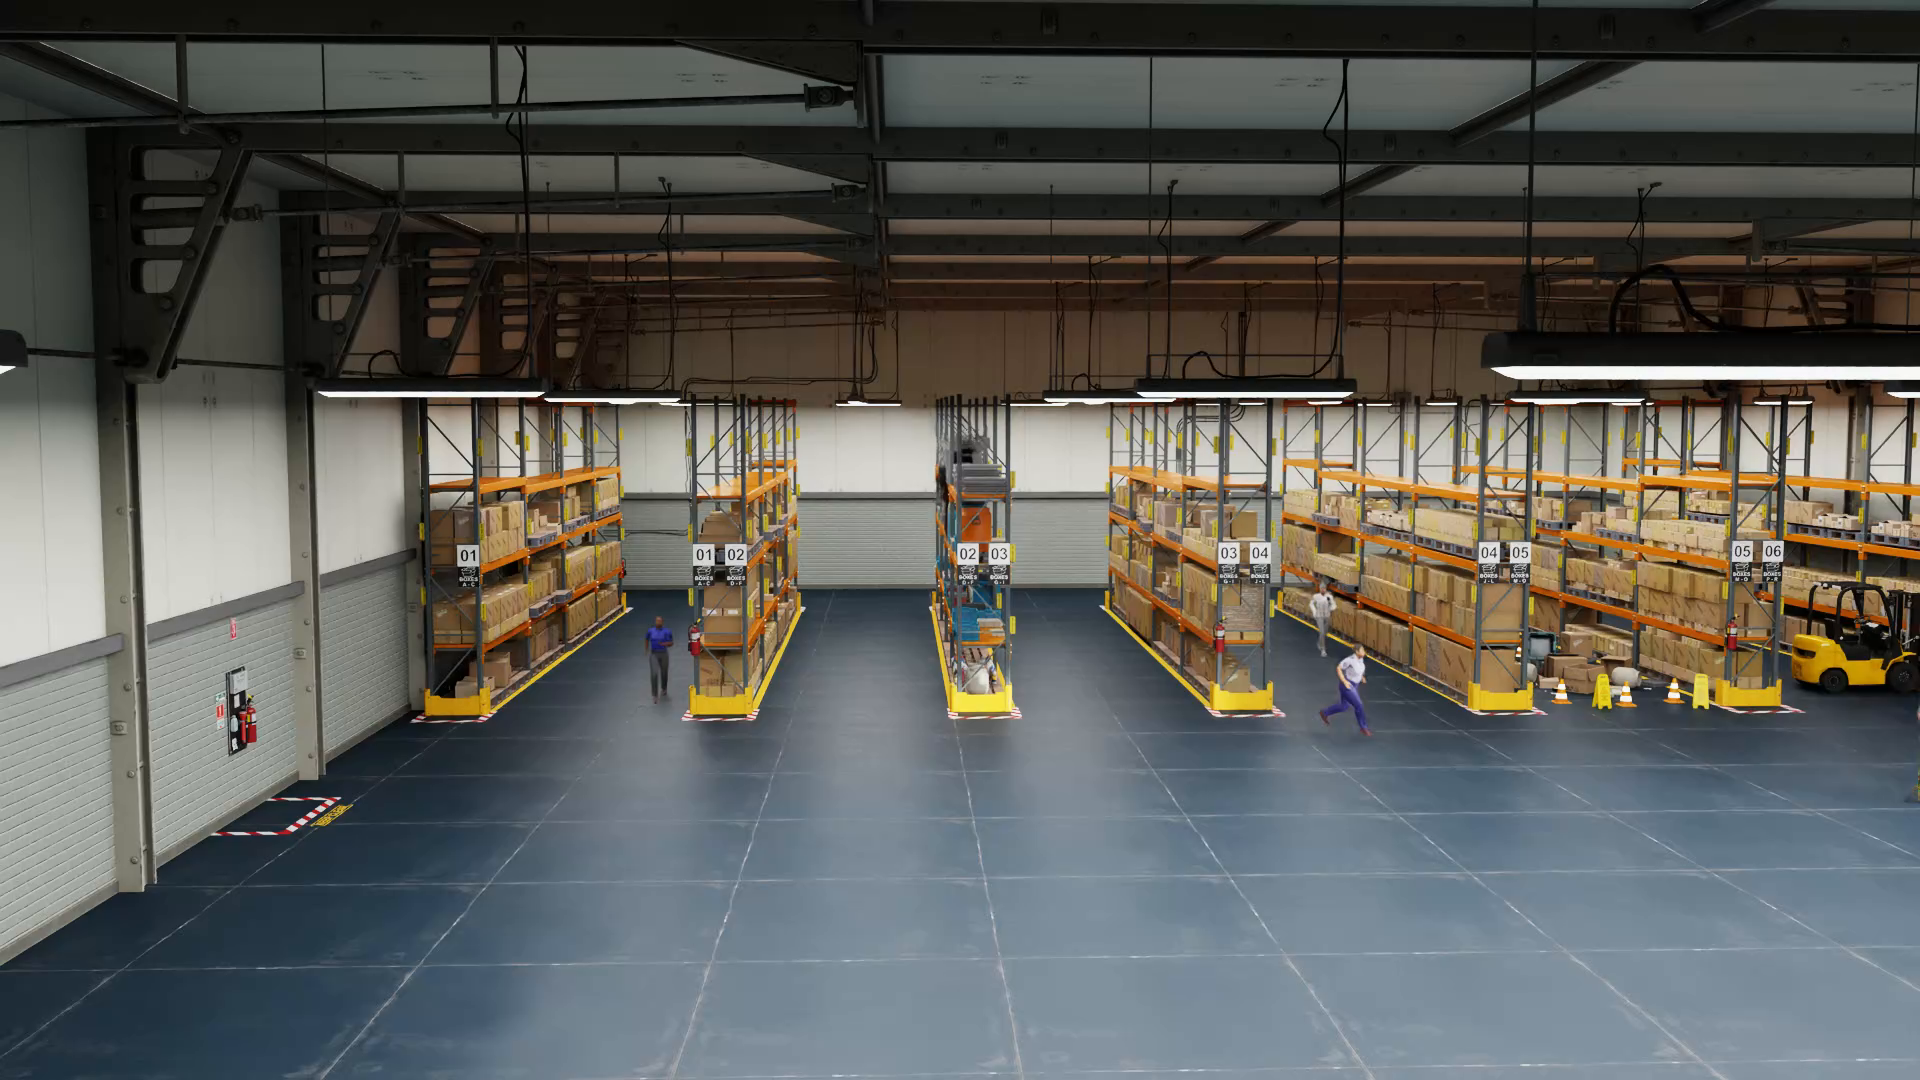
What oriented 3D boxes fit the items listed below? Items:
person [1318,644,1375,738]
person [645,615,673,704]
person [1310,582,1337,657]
[{"bbox_3d":[6.813,2.625,29.277,1.059,1.649,0.609,3,5,31],"label":"person"},{"bbox_3d":[-5.898,2.315,32.603,0.562,1.682,0.885,-1,5,-9],"label":"person"},{"bbox_3d":[8.496,1.824,38.865,0.603,1.710,0.861,0,4,2],"label":"person"}]
